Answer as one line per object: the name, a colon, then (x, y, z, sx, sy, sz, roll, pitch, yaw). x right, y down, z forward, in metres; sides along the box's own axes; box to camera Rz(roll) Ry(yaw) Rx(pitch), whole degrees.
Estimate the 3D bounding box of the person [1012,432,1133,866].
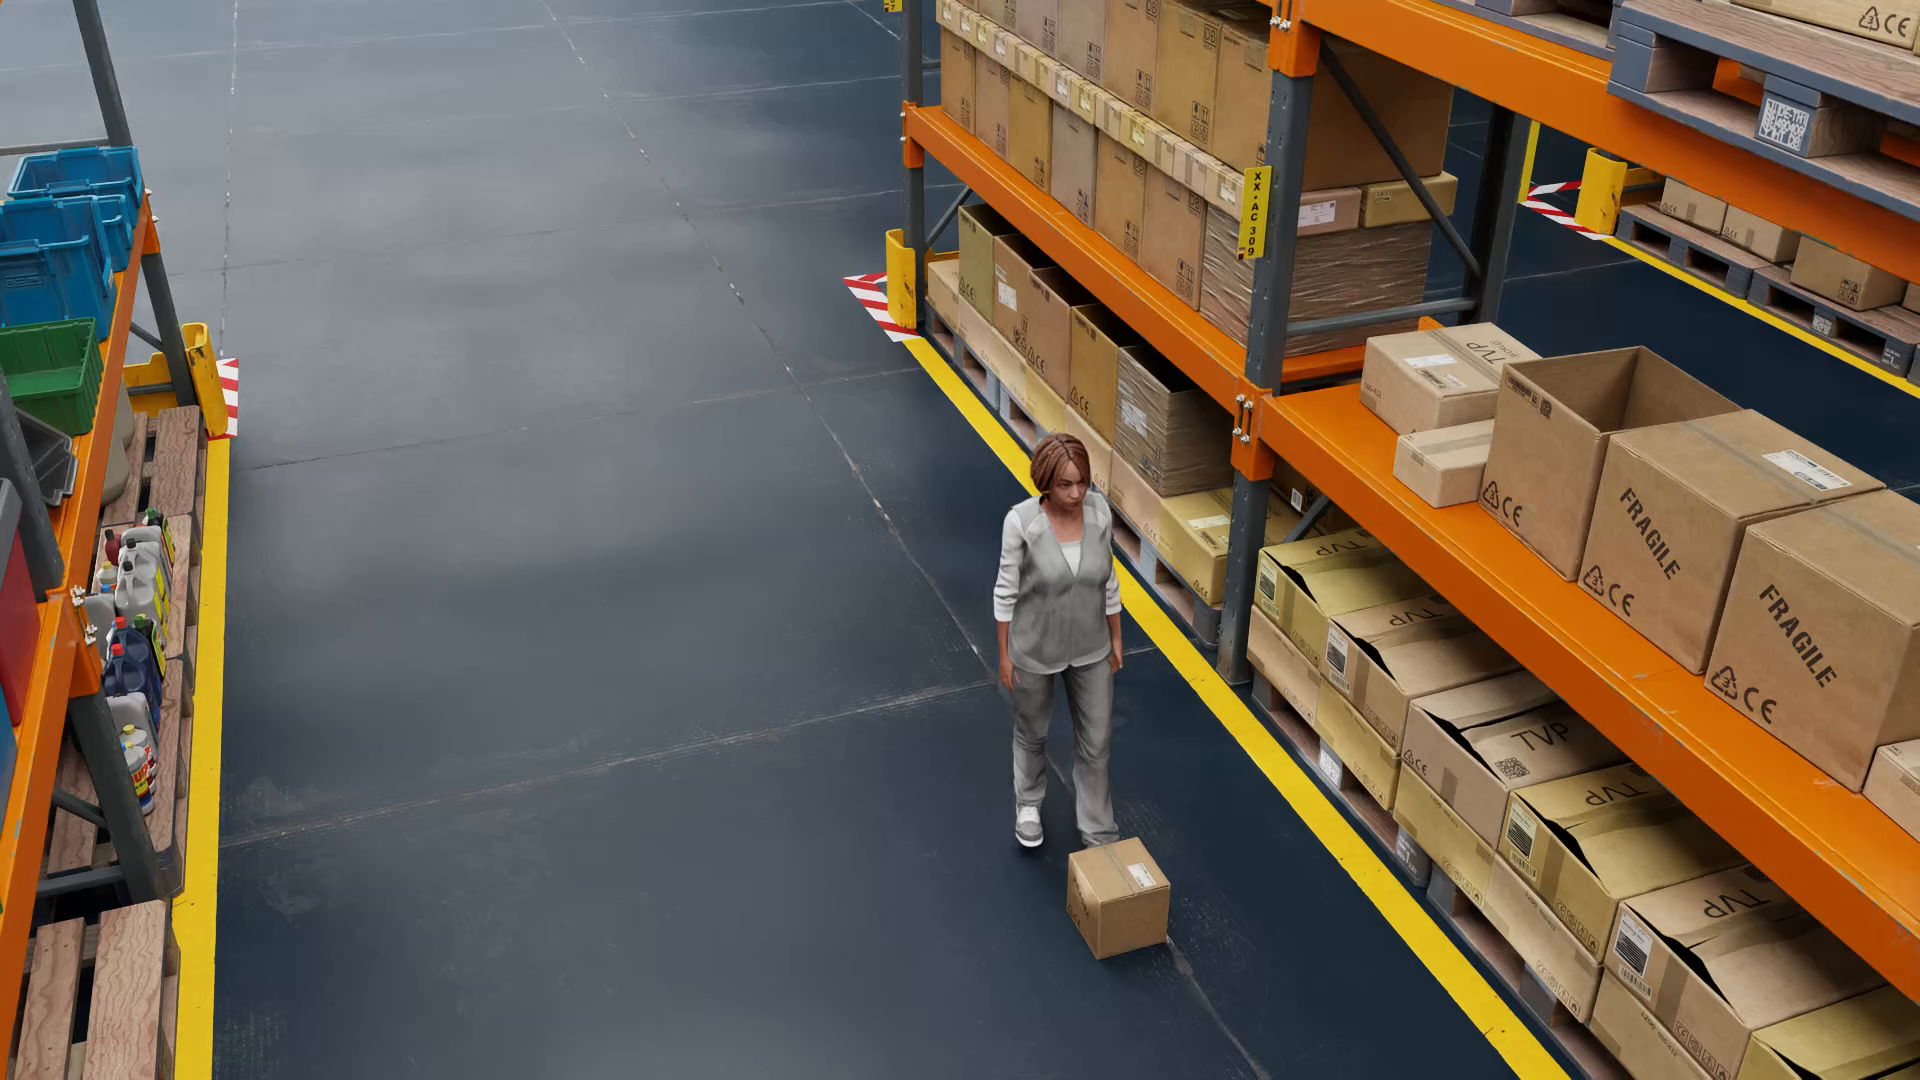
person: (0.375, 0.371, 5.508, 0.405, 1.598, 0.326, -10, 32, -16)
